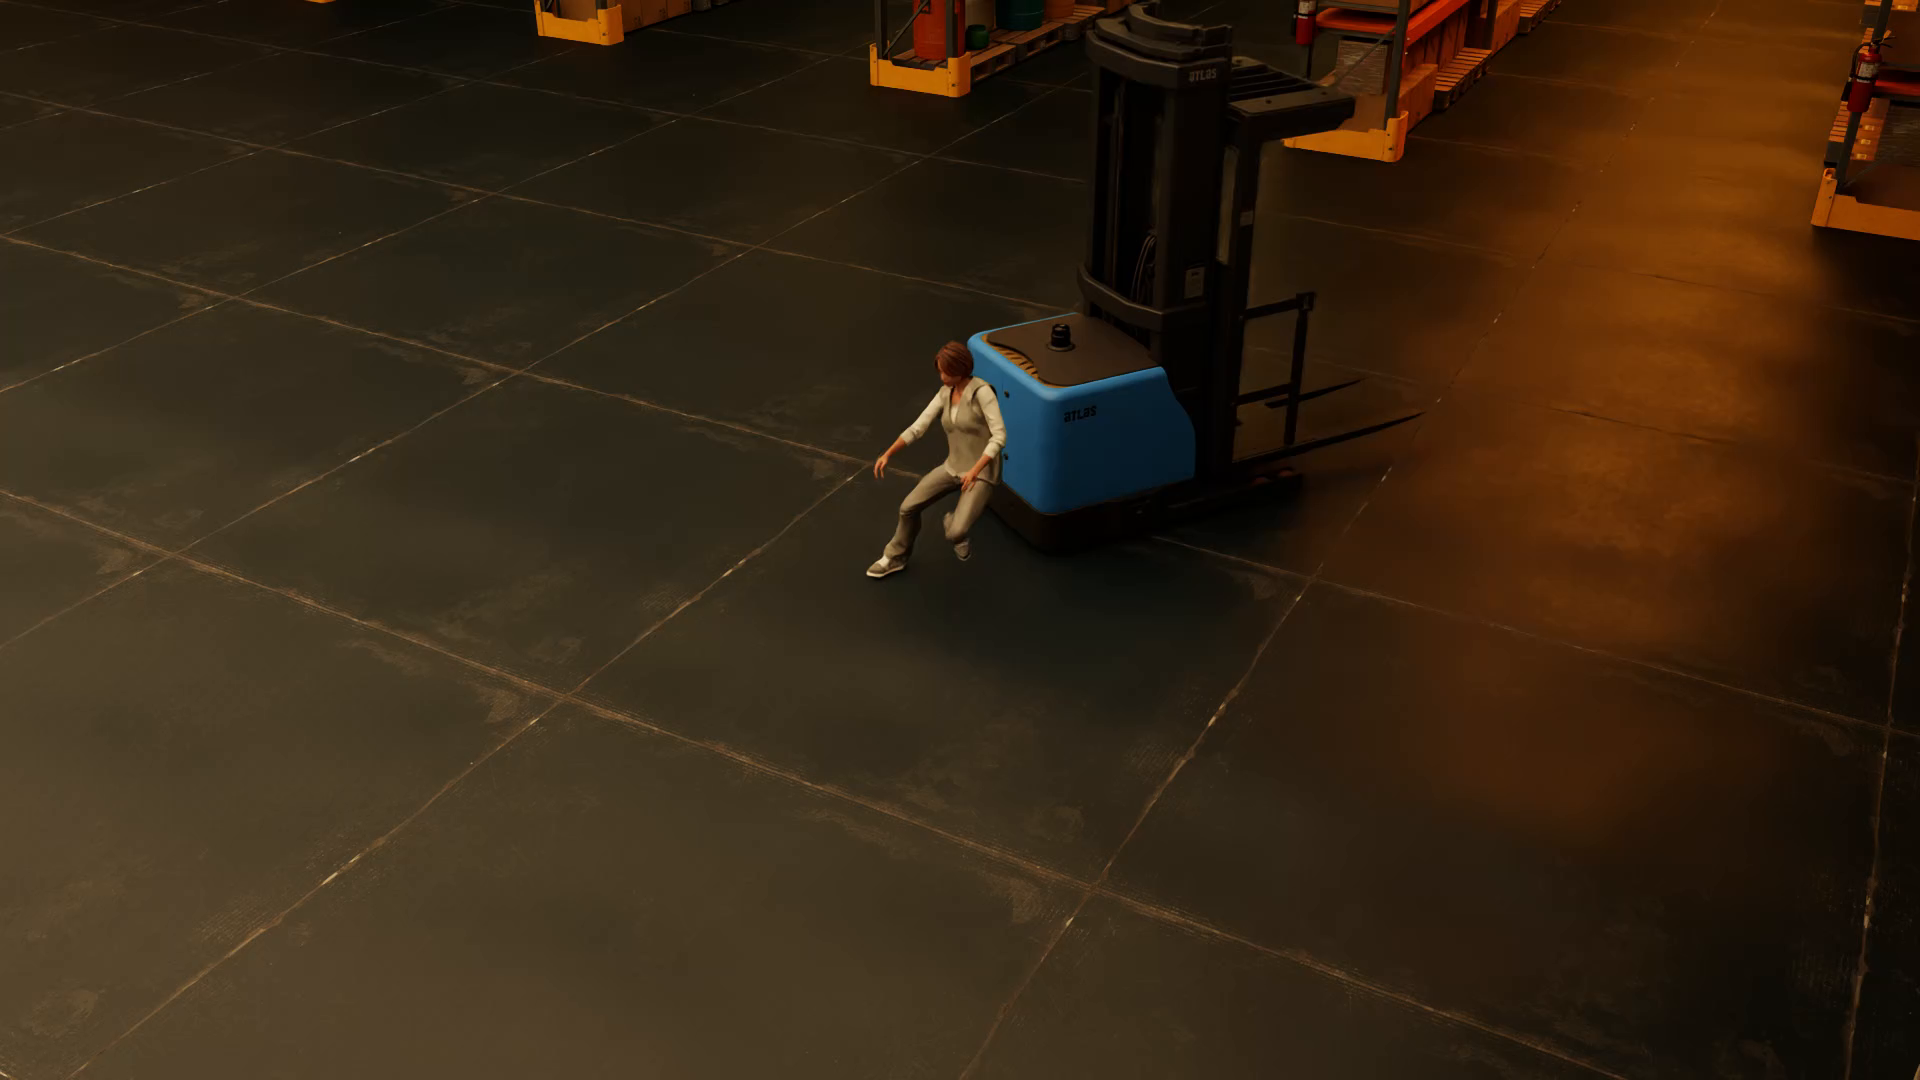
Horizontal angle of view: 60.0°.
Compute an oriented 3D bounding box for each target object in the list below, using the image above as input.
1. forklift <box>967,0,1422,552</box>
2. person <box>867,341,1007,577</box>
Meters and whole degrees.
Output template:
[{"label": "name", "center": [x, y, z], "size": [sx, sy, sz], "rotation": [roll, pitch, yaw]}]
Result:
[{"label": "forklift", "center": [1.575, -1.714, 10.040], "size": [3.031, 2.935, 1.130], "rotation": [-15, 33, -24]}, {"label": "person", "center": [-0.130, -0.374, 9.209], "size": [0.687, 1.424, 0.655], "rotation": [26, 39, 37]}]
